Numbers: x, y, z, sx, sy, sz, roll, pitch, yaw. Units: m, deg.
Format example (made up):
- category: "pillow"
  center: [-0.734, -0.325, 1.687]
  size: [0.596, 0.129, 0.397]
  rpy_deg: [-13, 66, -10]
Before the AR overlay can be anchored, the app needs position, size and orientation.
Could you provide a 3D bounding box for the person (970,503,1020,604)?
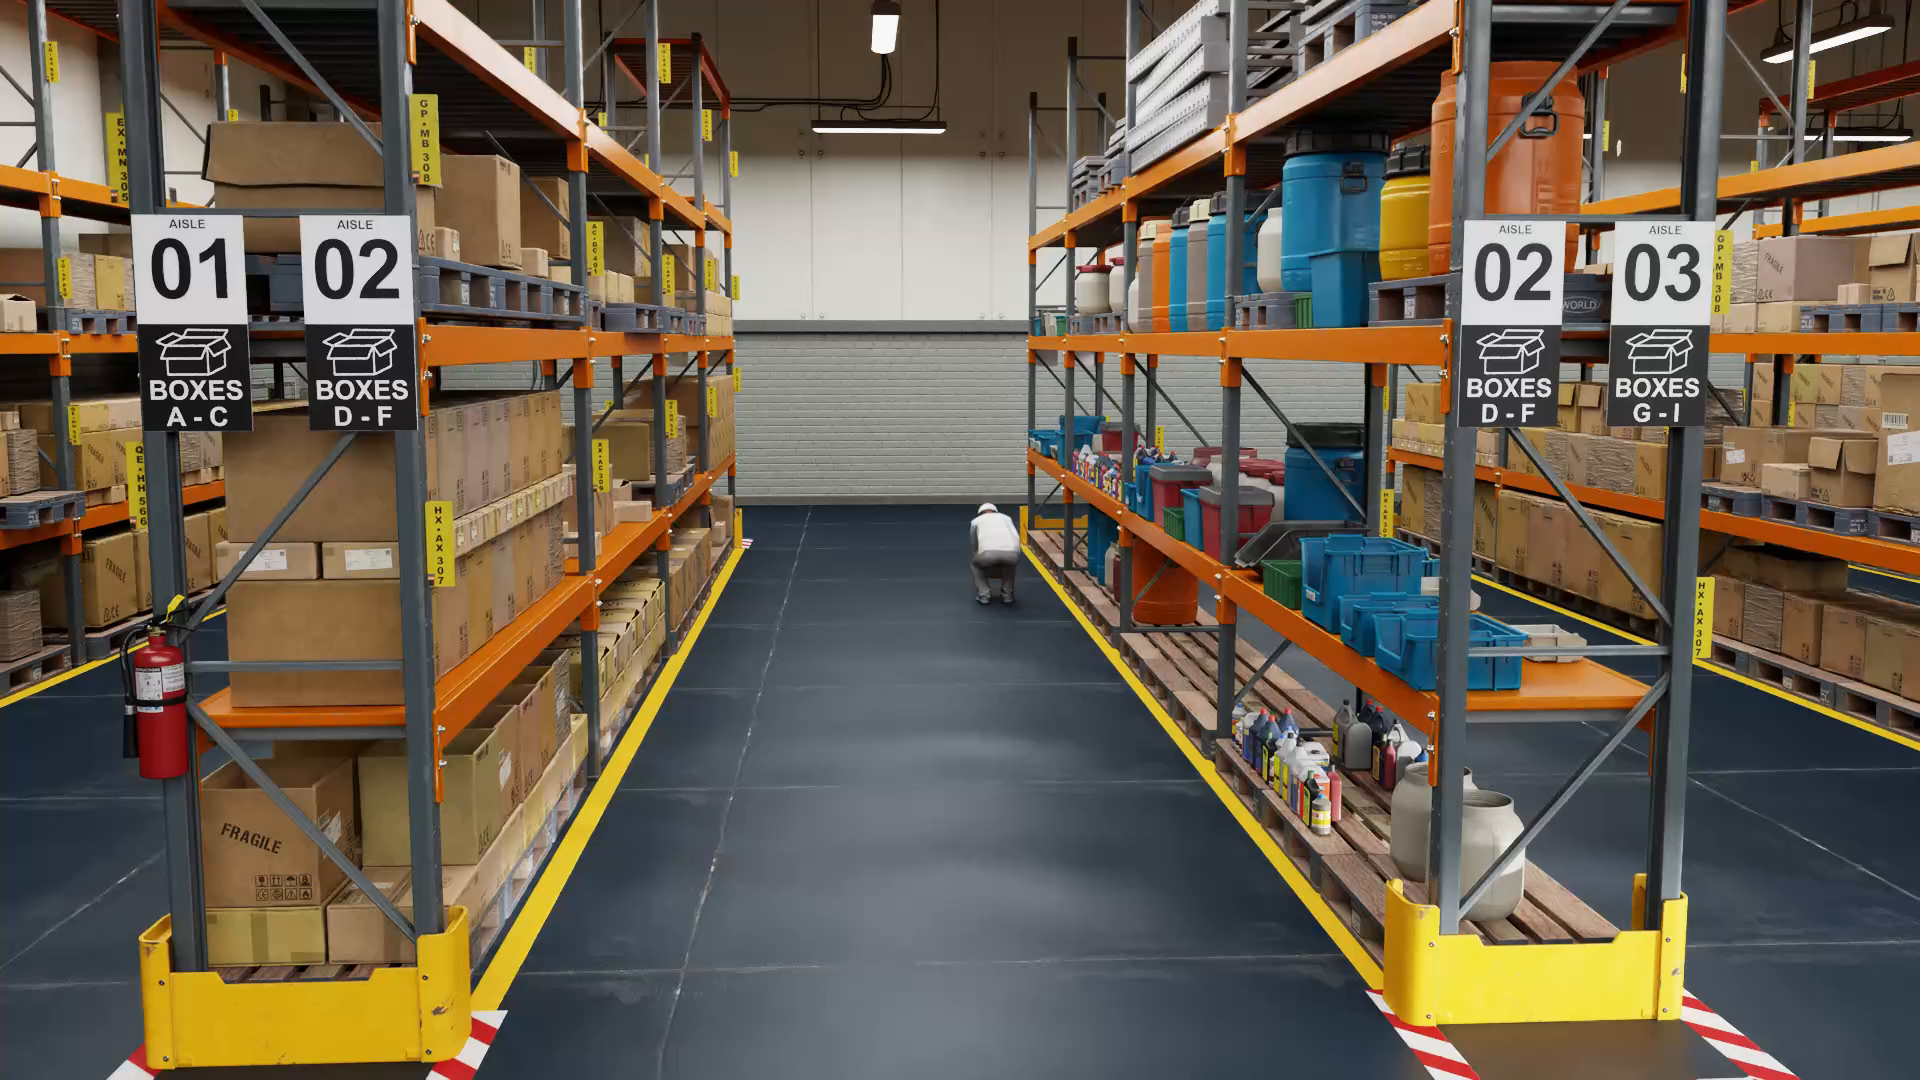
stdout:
- category: "person"
  center: [0.364, 0.147, 17.696]
  size: [0.501, 1.002, 0.930]
  rpy_deg: [-1, 7, -5]
